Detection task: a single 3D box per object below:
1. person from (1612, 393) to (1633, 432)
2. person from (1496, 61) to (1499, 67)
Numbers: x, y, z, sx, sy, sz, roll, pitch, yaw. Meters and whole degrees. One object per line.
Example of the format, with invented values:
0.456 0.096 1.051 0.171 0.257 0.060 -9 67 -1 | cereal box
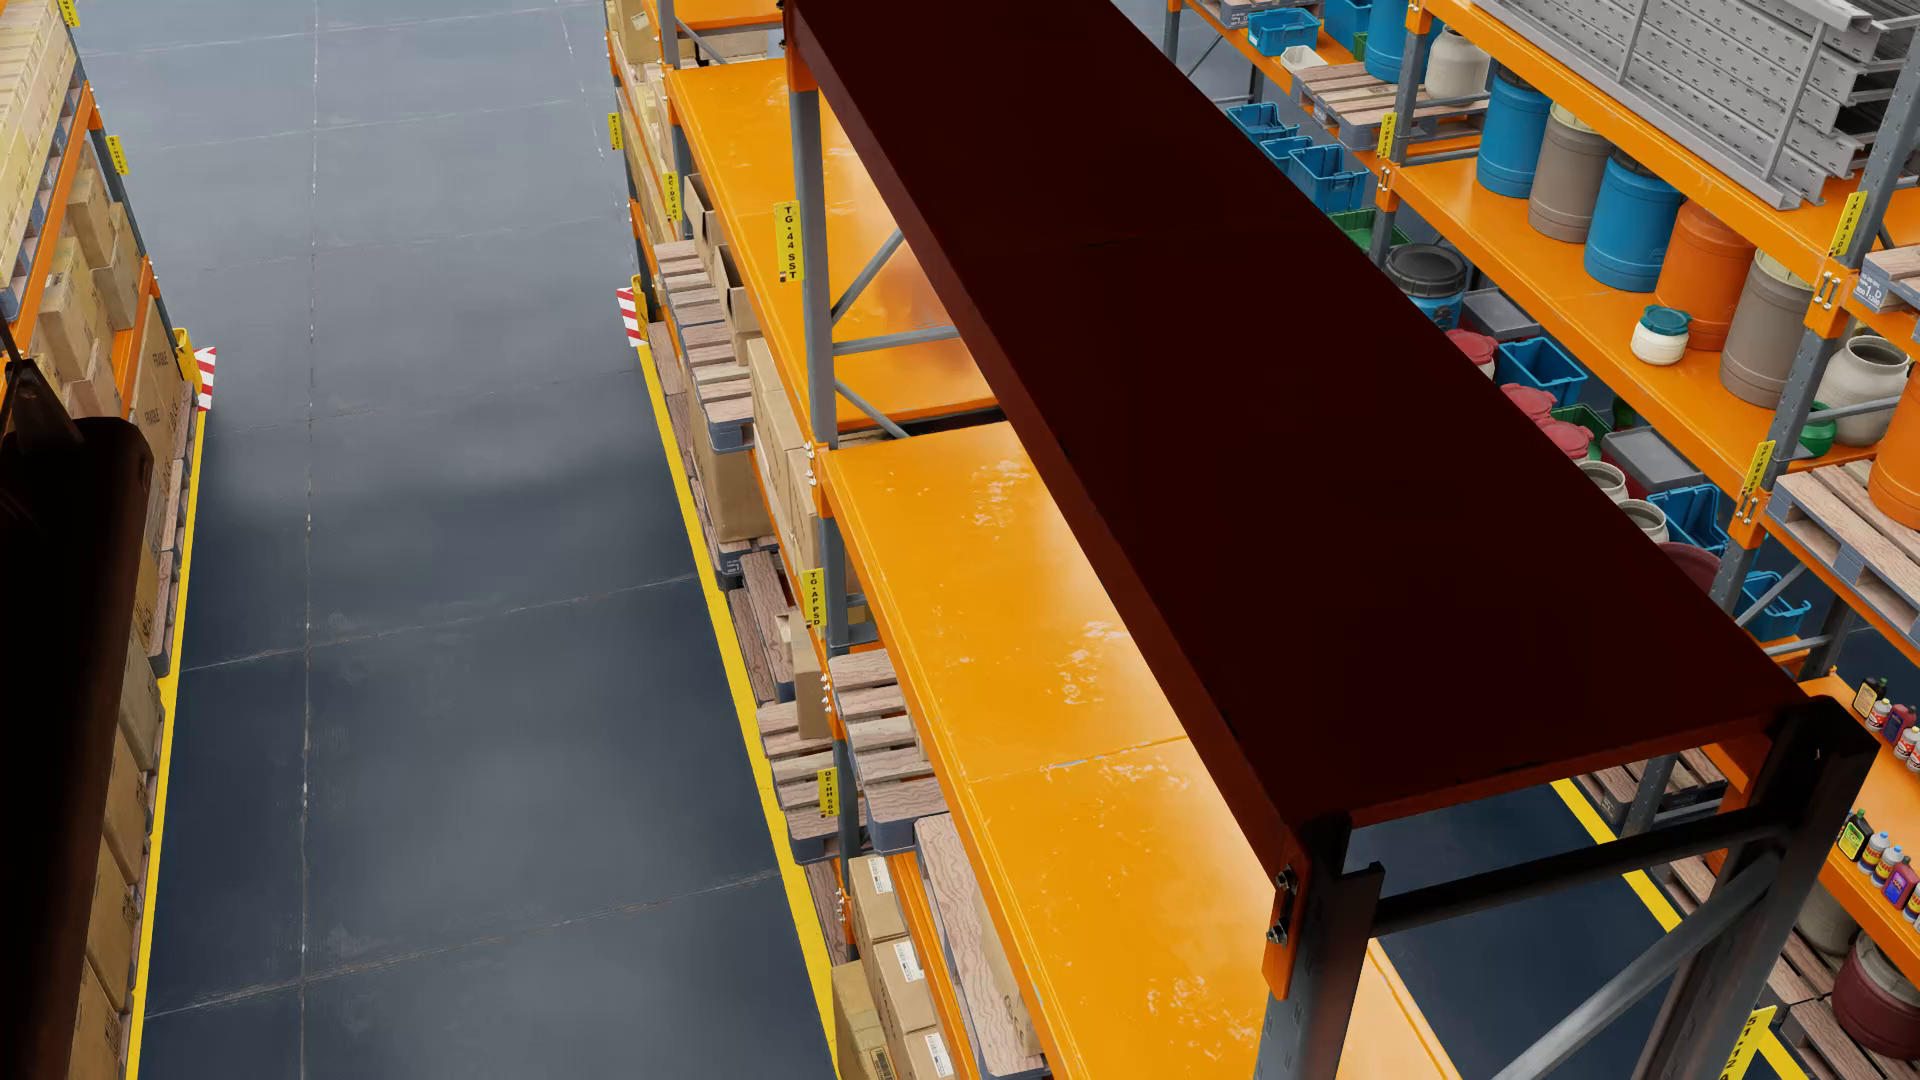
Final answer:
5.470 -1.226 12.941 0.589 1.831 0.835 -14 41 -17 | person
6.226 -5.511 18.382 0.689 1.795 0.634 15 41 18 | person
